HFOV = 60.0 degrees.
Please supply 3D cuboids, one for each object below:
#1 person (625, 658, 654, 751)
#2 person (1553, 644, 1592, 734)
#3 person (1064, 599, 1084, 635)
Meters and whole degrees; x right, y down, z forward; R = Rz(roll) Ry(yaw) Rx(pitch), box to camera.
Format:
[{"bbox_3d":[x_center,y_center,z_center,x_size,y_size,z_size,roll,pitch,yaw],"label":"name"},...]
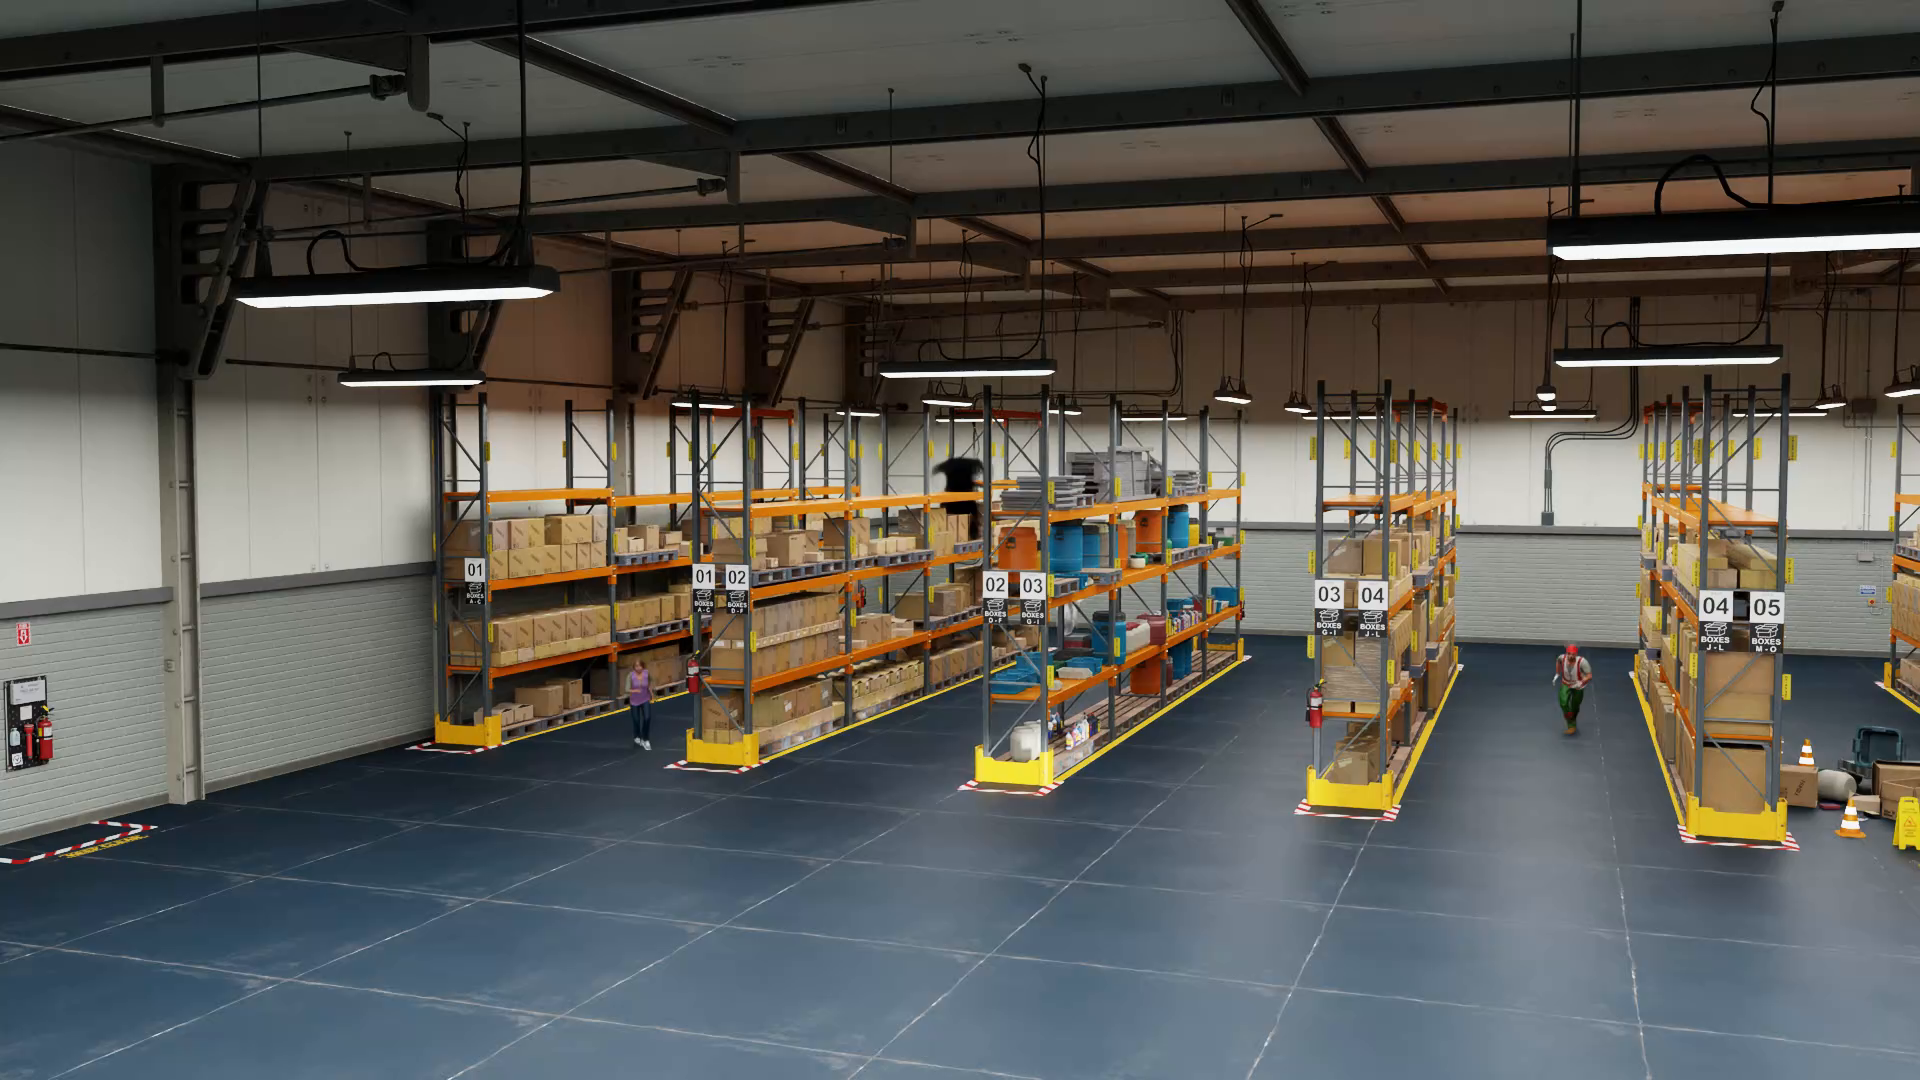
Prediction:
[{"bbox_3d":[-5.368,2.732,27.855,0.470,1.544,0.893,-1,3,-12],"label":"person"},{"bbox_3d":[10.940,2.613,29.646,0.688,1.602,1.141,2,3,29],"label":"person"},{"bbox_3d":[2.869,1.866,43.774,0.738,1.709,1.061,0,3,-5],"label":"person"}]
